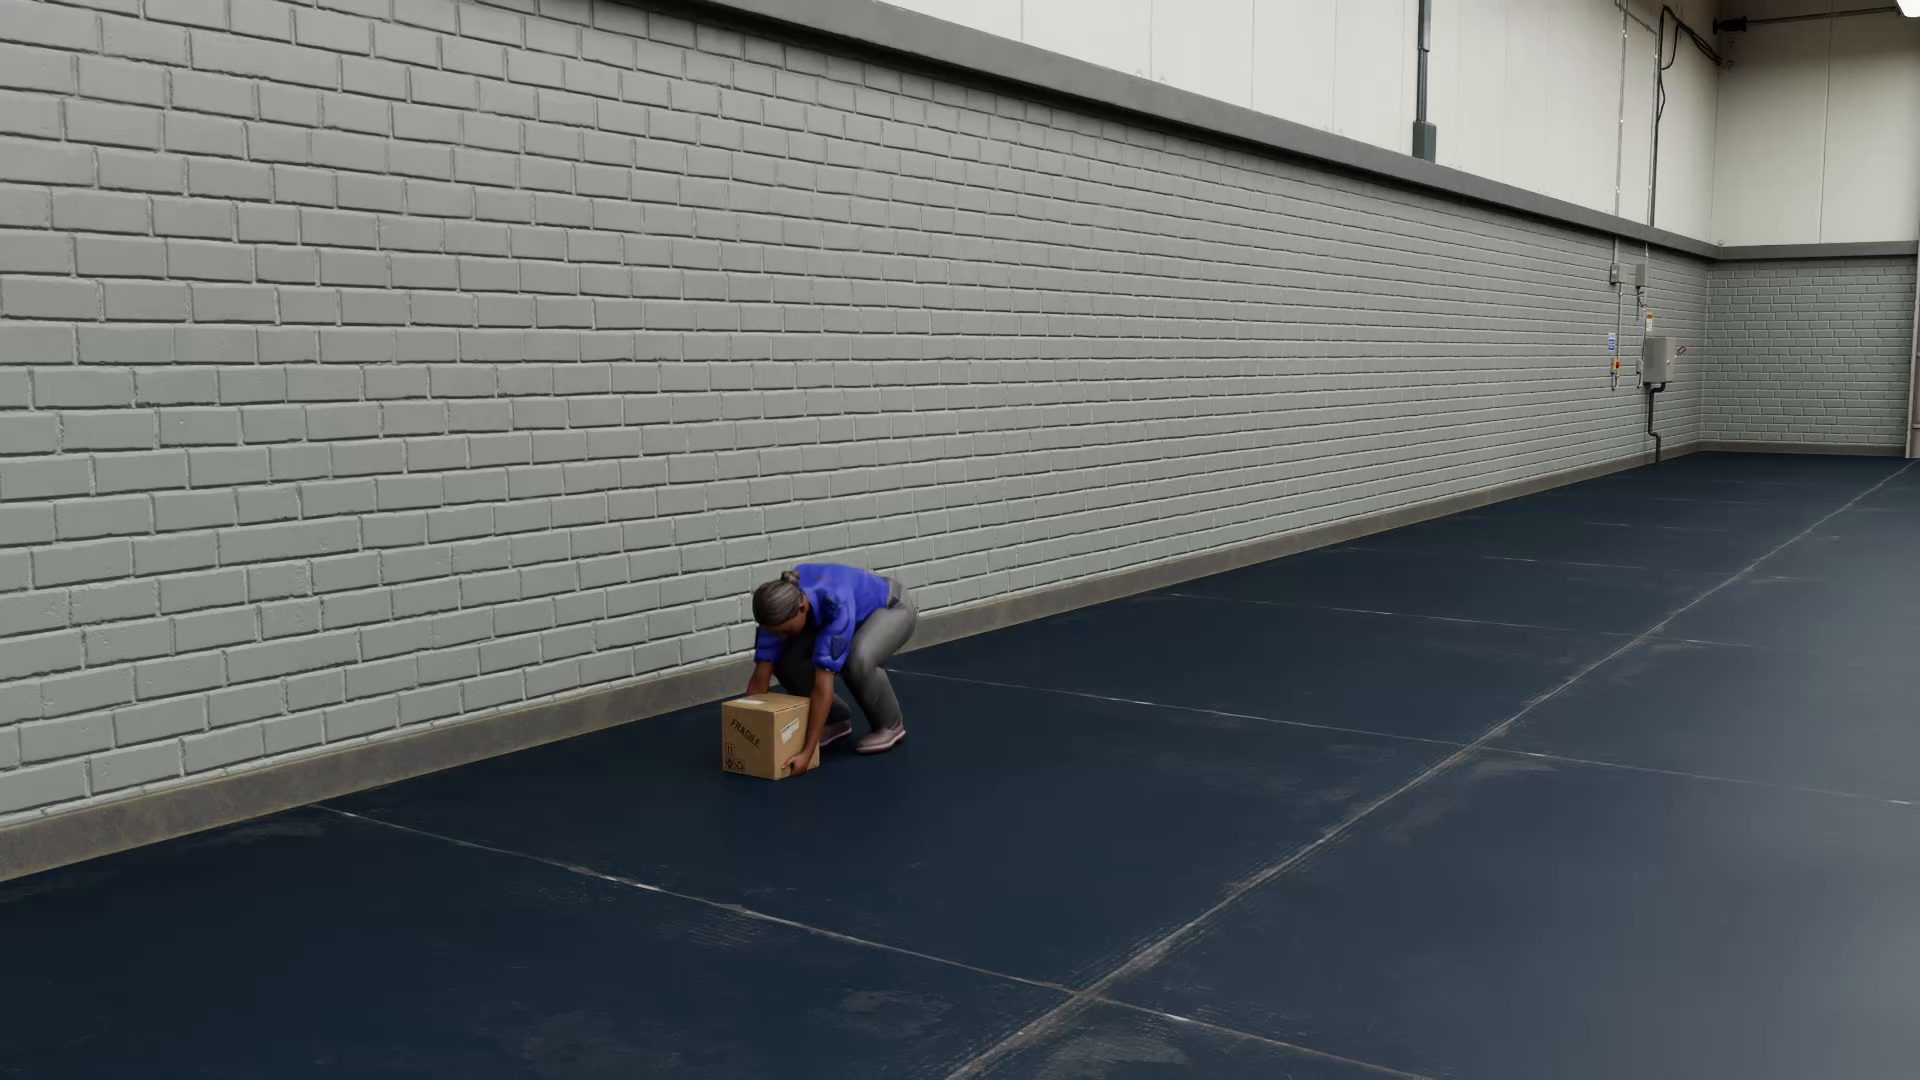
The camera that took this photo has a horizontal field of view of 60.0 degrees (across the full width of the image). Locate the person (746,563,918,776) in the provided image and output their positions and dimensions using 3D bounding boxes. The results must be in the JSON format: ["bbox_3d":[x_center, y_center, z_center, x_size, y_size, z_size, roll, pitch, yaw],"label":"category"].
[{"bbox_3d":[-0.493,0.450,6.263,0.451,0.743,0.864,4,8,32],"label":"person"}]
